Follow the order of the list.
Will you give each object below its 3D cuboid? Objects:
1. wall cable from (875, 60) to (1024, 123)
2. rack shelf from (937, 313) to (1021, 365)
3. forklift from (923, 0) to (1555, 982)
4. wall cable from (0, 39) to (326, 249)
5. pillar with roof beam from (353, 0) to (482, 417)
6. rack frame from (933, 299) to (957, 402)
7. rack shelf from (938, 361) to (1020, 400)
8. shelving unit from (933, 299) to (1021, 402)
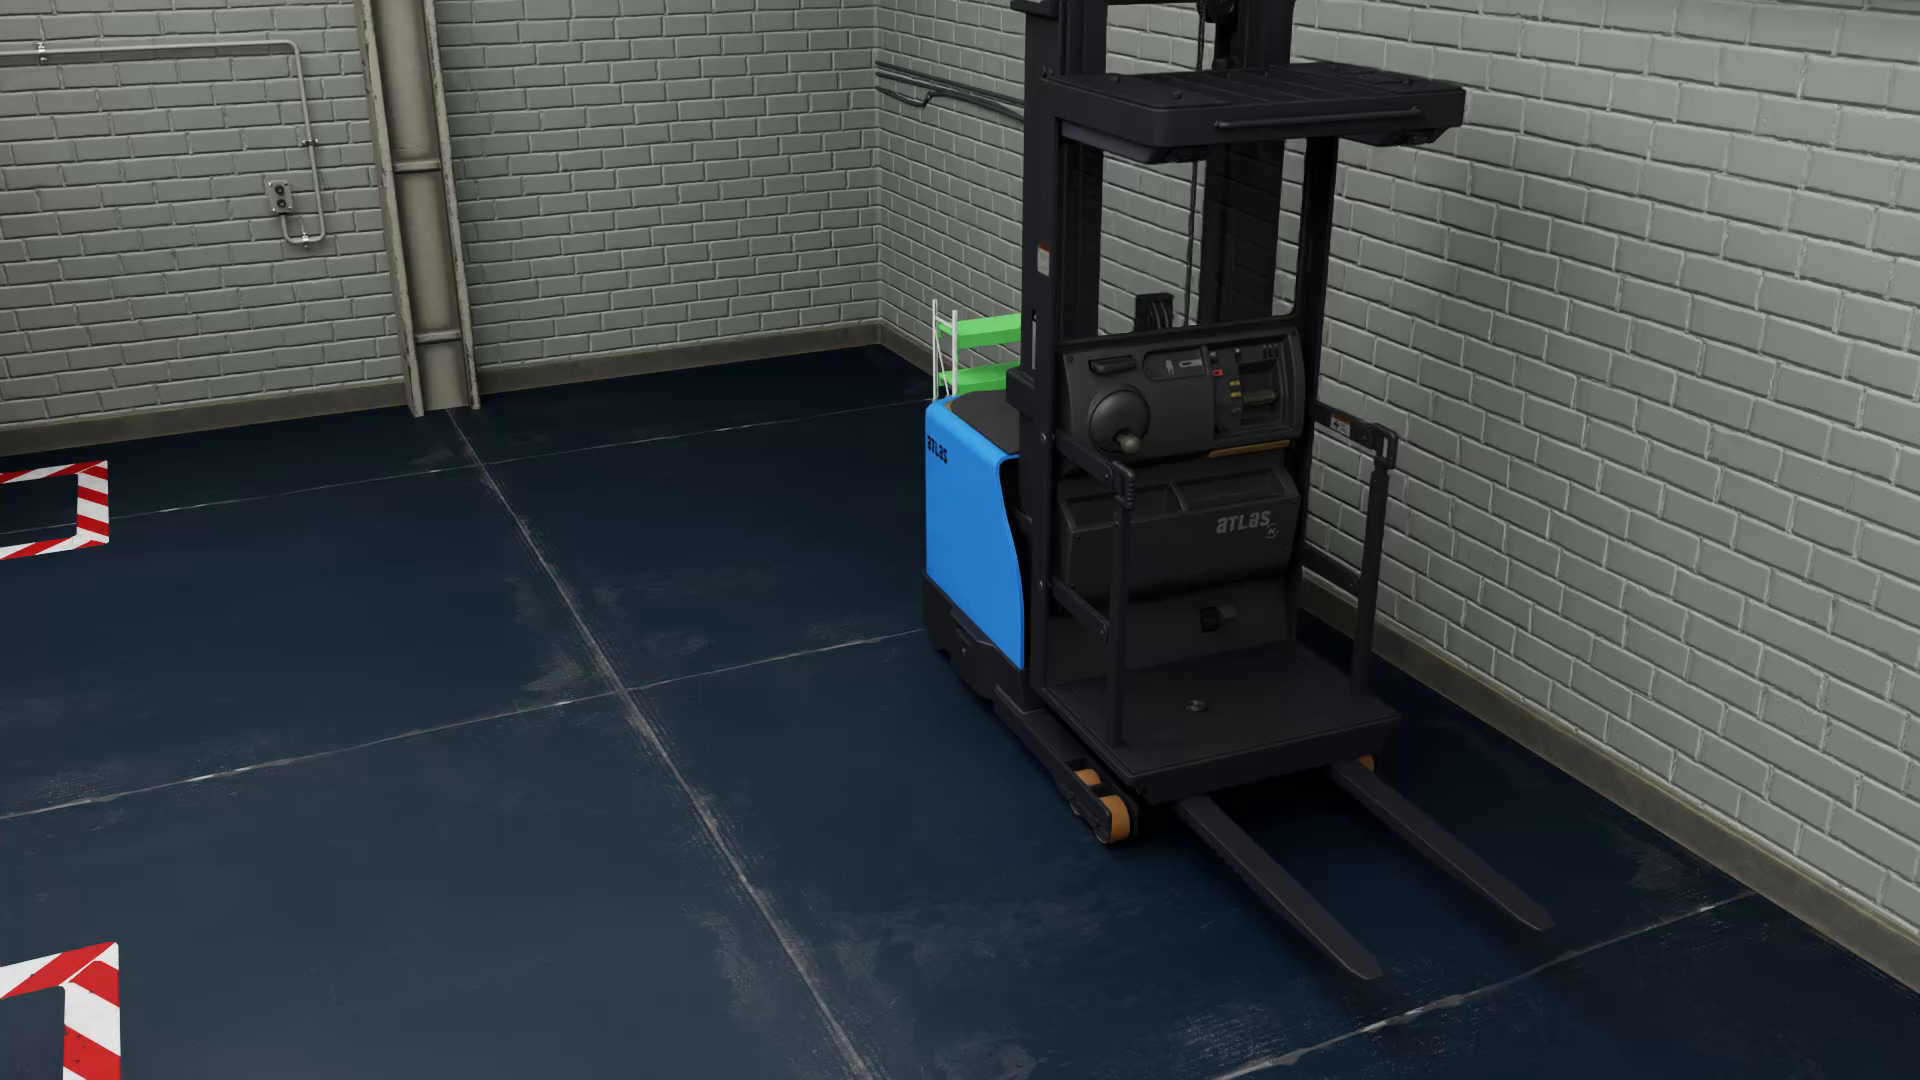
[{"bbox_3d":[0.012,-3.622,9.293,0.112,2.526,3.097,-10,25,-24],"label":"wall cable"},{"bbox_3d":[0.149,-0.966,7.928,0.480,0.148,0.258,-10,25,-24],"label":"rack shelf"},{"bbox_3d":[0.872,-0.493,5.610,1.130,2.935,3.031,-9,24,-21],"label":"forklift"},{"bbox_3d":[-4.496,-2.477,8.984,1.851,1.984,0.084,-10,25,-24],"label":"wall cable"},{"bbox_3d":[-1.315,-3.504,4.948,0.400,9.000,9.100,-10,25,-24],"label":"pillar with roof beam"},{"bbox_3d":[-0.071,-0.541,7.989,0.015,1.200,0.240,-10,25,-24],"label":"rack frame"},{"bbox_3d":[0.149,-0.745,8.019,0.480,0.148,0.258,-10,25,-24],"label":"rack shelf"},{"bbox_3d":[0.149,-0.582,8.087,0.503,1.200,0.258,-10,25,-24],"label":"shelving unit"}]
